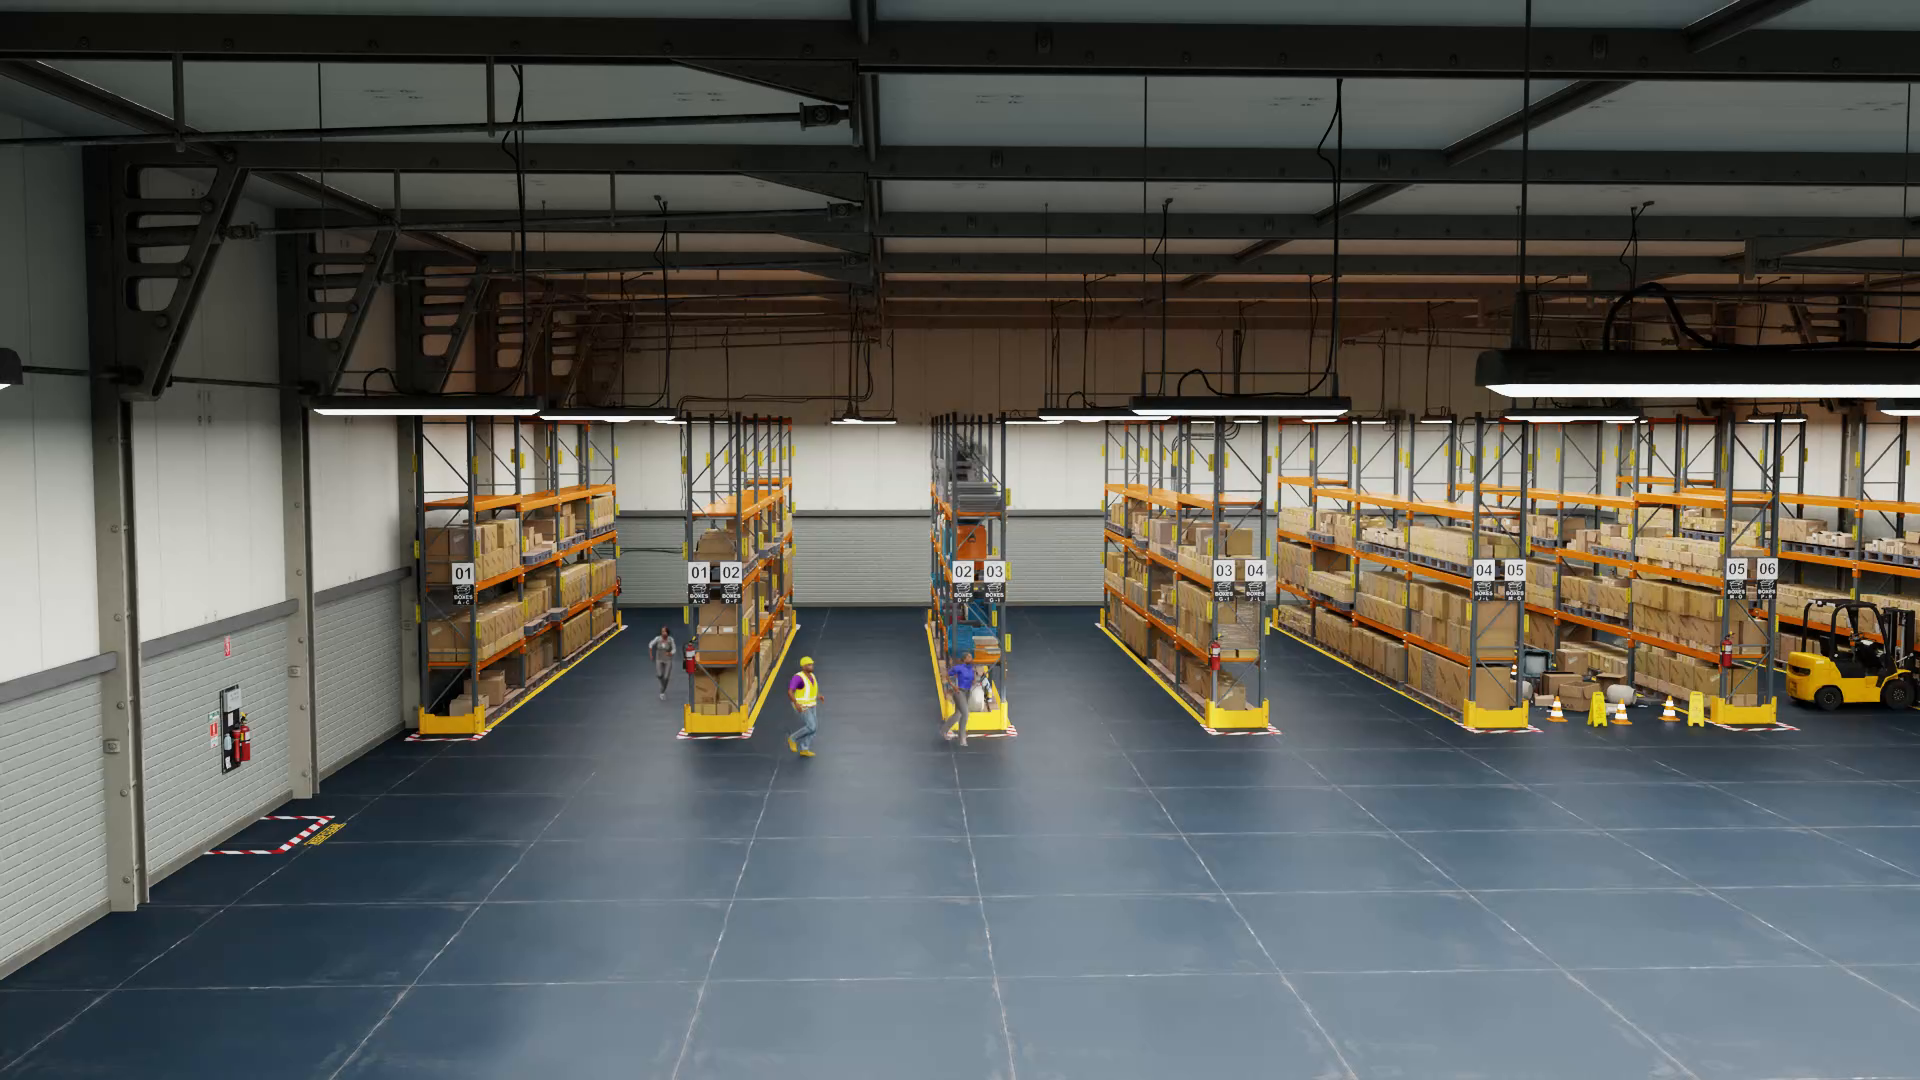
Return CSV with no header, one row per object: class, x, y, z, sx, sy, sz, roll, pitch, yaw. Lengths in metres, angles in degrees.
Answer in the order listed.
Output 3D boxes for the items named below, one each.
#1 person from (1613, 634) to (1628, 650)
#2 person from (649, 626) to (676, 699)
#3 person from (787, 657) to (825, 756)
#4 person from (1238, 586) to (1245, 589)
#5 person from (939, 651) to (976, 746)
person,16.357,2.047,40.962,0.674,1.821,0.673,0,4,-3
person,-6.230,2.580,34.843,0.571,1.547,0.623,0,4,-6
person,-2.681,2.891,28.936,0.578,1.733,0.715,2,4,26
person,7.822,1.659,47.412,0.664,1.628,0.873,2,5,31
person,-0.007,2.872,30.210,0.677,1.710,0.589,3,5,33
